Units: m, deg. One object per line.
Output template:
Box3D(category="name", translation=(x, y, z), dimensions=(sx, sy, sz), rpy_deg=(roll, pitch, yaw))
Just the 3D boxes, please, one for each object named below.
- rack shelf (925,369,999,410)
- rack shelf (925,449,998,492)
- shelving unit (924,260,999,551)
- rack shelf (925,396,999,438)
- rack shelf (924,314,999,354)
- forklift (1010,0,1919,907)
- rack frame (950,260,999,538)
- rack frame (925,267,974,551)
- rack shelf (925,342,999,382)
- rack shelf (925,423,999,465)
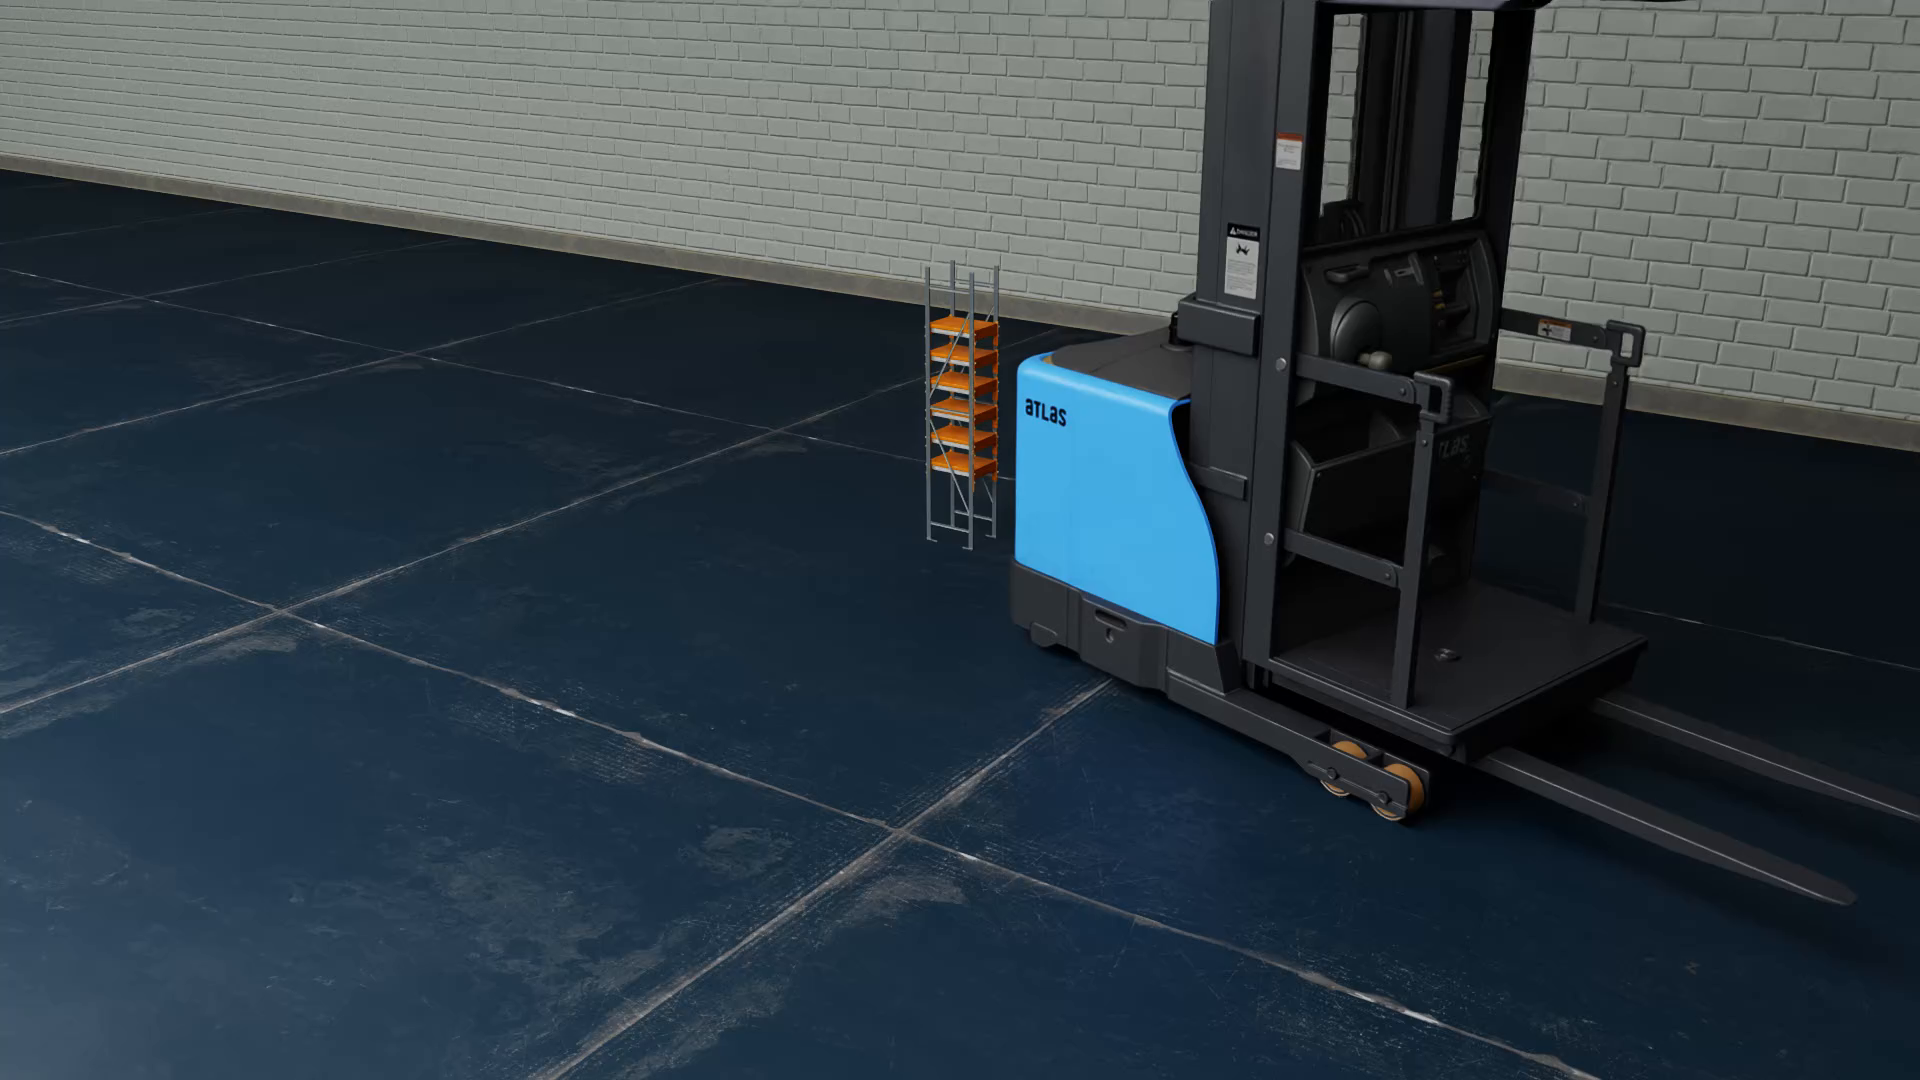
Box3D(category="rack shelf", translation=(0.008, -0.638, 7.042), dimensions=(0.258, 0.103, 0.180), rpy_deg=(13, 24, 32))
Box3D(category="rack shelf", translation=(0.008, -0.300, 7.167), dimensions=(0.258, 0.103, 0.180), rpy_deg=(13, 24, 32))
Box3D(category="shelving unit", translation=(0.008, -0.567, 7.068), dimensions=(0.258, 1.200, 0.189), rpy_deg=(13, 24, 32))
Box3D(category="rack shelf", translation=(0.008, -0.525, 7.083), dimensions=(0.258, 0.103, 0.180), rpy_deg=(13, 24, 32))
Box3D(category="rack shelf", translation=(0.008, -0.863, 6.959), dimensions=(0.258, 0.103, 0.180), rpy_deg=(13, 24, 32))
Box3D(category="forklift", translation=(1.514, -0.730, 5.013), dimensions=(1.130, 2.935, 3.031), rpy_deg=(-16, 26, -37))
Box3D(category="rack frame", translation=(0.060, -0.593, 7.139), dimensions=(0.240, 1.200, 0.006), rpy_deg=(13, 24, 32))
Box3D(category="rack frame", translation=(-0.043, -0.541, 6.997), dimensions=(0.240, 1.200, 0.006), rpy_deg=(13, 24, 32))
Box3D(category="rack shelf", translation=(0.008, -0.750, 7.000), dimensions=(0.258, 0.103, 0.180), rpy_deg=(13, 24, 32))
Box3D(category="rack shelf", translation=(0.008, -0.413, 7.125), dimensions=(0.258, 0.103, 0.180), rpy_deg=(13, 24, 32))
